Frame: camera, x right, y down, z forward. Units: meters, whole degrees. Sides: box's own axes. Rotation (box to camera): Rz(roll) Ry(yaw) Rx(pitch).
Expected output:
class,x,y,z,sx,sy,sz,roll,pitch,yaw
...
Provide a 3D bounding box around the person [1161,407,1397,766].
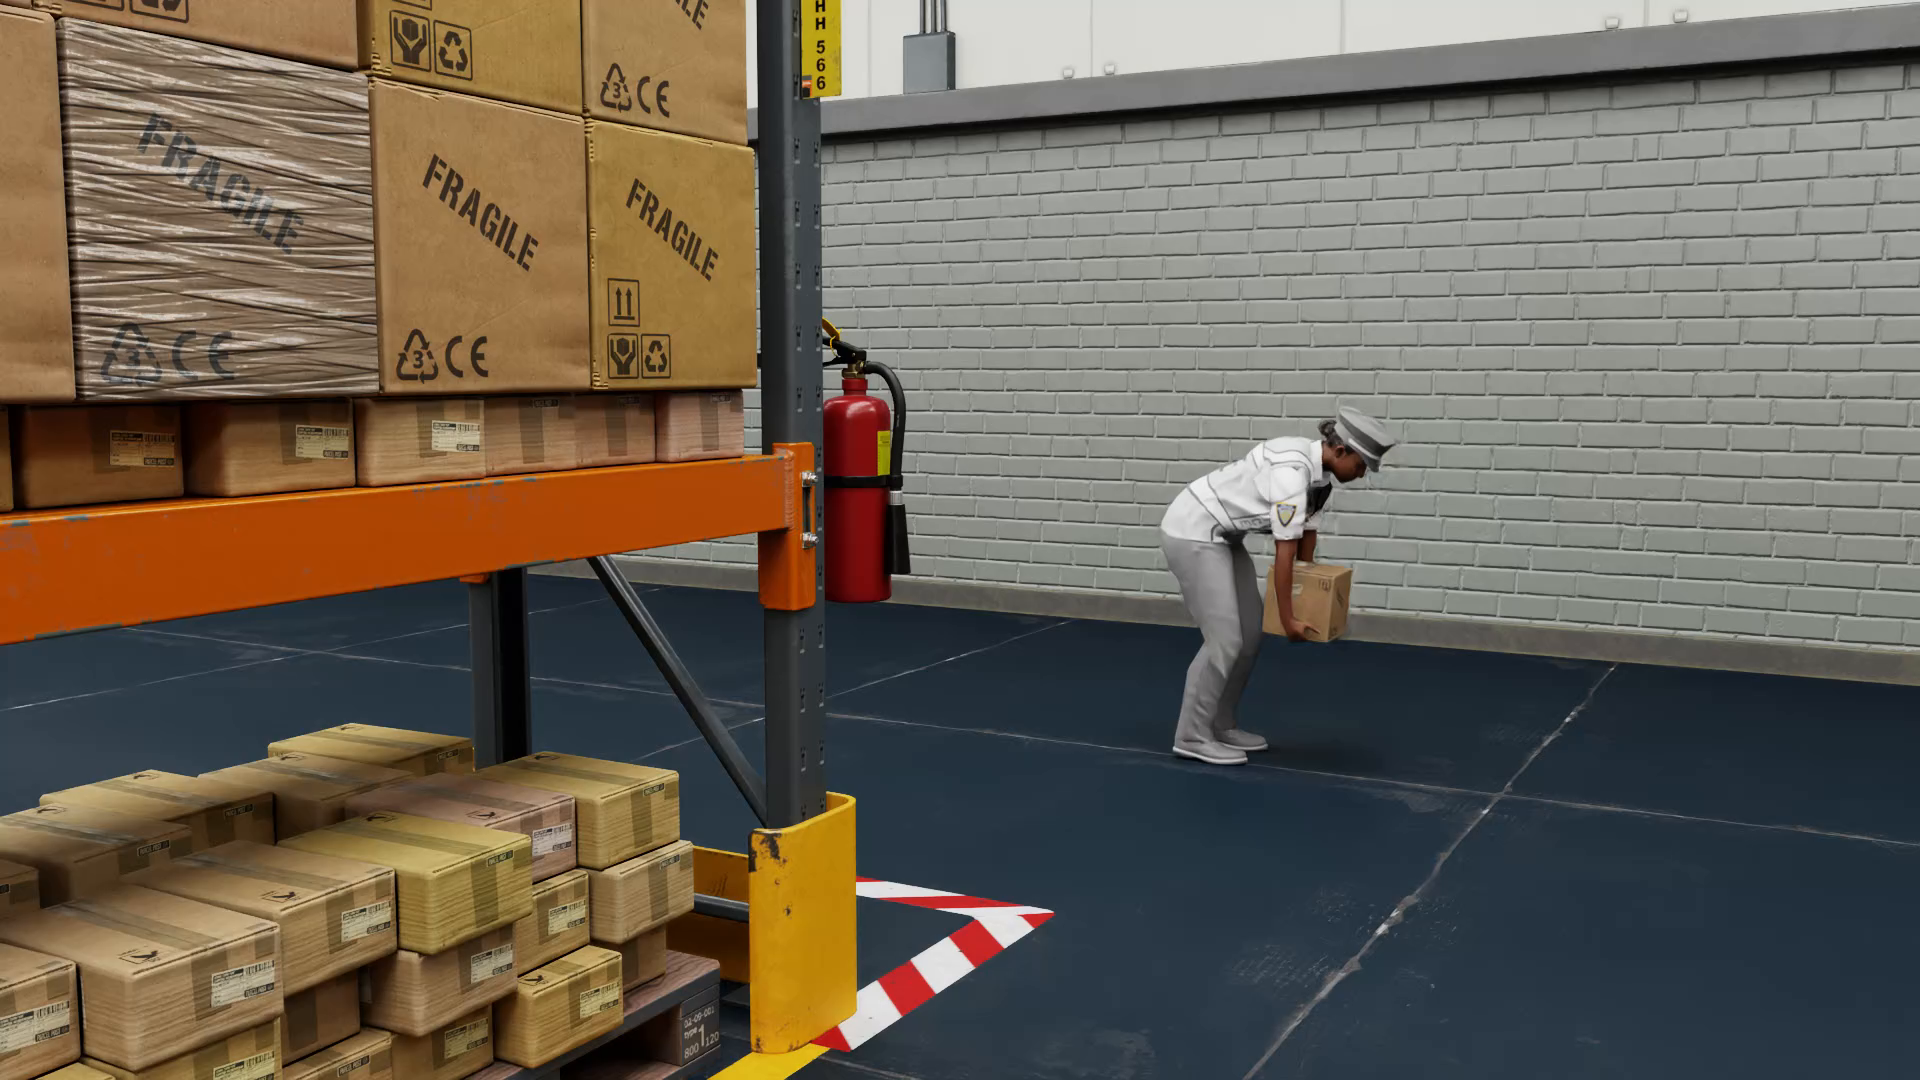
class,x,y,z,sx,sy,sz,roll,pitch,yaw
person,1.192,0.171,6.276,0.873,1.350,0.414,3,7,27
